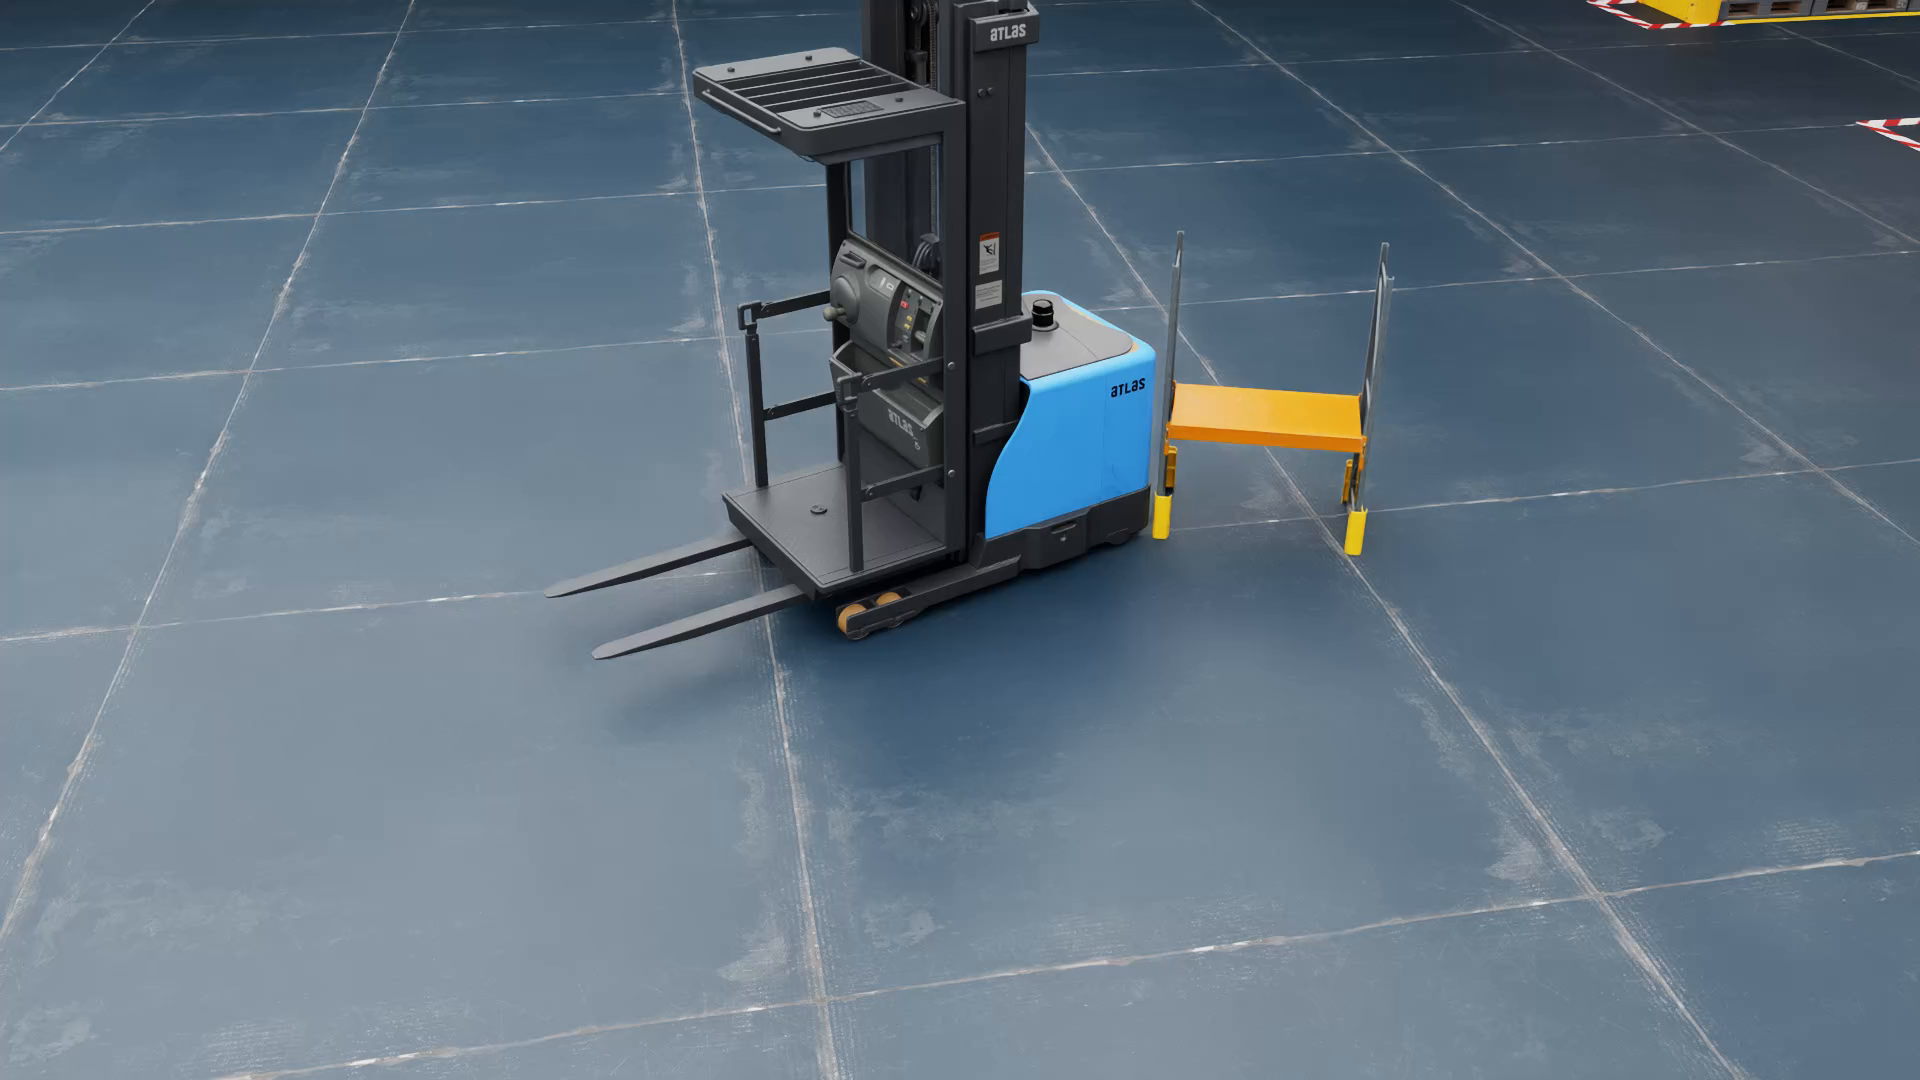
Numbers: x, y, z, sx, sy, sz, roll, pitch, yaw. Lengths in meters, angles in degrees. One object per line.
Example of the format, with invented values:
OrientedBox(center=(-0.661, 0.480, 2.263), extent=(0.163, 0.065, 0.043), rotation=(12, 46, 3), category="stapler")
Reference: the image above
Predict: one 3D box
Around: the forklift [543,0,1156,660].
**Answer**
OrientedBox(center=(-0.526, -1.094, 7.719), extent=(3.031, 2.935, 1.130), rotation=(-18, 35, -28), category="forklift")

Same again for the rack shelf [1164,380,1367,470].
OrientedBox(center=(1.585, -0.604, 8.652), extent=(1.000, 0.185, 0.538), rotation=(5, 31, 8), category="rack shelf")

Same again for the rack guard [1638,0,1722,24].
OrientedBox(center=(8.204, -6.264, 18.910), extent=(0.348, 0.500, 1.175), rotation=(-5, 31, -9), category="rack guard")

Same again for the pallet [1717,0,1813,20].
OrientedBox(center=(8.972, -6.233, 19.142), extent=(1.213, 0.211, 1.003), rotation=(-5, 31, -9), category="pallet")

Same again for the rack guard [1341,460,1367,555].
OrientedBox(center=(2.085, -0.178, 8.806), extent=(0.087, 0.250, 0.587), rotation=(5, 31, 8), category="rack guard")

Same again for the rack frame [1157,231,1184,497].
OrientedBox(center=(1.084, -0.802, 8.633), extent=(0.032, 1.500, 0.500), rotation=(5, 31, 8), category="rack frame")

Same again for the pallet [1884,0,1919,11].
OrientedBox(center=(11.372, -6.456, 19.521), extent=(1.213, 0.211, 1.003), rotation=(-5, 31, -9), category="pallet")

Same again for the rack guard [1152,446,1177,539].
OrientedBox(center=(1.103, -0.261, 8.948), extent=(0.087, 0.250, 0.587), rotation=(5, 31, 8), category="rack guard")

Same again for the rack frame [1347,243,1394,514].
OrientedBox(center=(2.087, -0.716, 8.489), extent=(0.032, 1.500, 0.500), rotation=(5, 31, 8), category="rack frame")

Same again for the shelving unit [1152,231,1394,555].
OrientedBox(center=(1.594, -0.758, 8.560), extent=(1.083, 1.500, 0.587), rotation=(5, 31, 8), category="shelving unit")

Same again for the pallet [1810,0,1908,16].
OrientedBox(center=(10.169, -6.343, 19.328), extent=(1.213, 0.211, 1.003), rotation=(-5, 31, -9), category="pallet")
